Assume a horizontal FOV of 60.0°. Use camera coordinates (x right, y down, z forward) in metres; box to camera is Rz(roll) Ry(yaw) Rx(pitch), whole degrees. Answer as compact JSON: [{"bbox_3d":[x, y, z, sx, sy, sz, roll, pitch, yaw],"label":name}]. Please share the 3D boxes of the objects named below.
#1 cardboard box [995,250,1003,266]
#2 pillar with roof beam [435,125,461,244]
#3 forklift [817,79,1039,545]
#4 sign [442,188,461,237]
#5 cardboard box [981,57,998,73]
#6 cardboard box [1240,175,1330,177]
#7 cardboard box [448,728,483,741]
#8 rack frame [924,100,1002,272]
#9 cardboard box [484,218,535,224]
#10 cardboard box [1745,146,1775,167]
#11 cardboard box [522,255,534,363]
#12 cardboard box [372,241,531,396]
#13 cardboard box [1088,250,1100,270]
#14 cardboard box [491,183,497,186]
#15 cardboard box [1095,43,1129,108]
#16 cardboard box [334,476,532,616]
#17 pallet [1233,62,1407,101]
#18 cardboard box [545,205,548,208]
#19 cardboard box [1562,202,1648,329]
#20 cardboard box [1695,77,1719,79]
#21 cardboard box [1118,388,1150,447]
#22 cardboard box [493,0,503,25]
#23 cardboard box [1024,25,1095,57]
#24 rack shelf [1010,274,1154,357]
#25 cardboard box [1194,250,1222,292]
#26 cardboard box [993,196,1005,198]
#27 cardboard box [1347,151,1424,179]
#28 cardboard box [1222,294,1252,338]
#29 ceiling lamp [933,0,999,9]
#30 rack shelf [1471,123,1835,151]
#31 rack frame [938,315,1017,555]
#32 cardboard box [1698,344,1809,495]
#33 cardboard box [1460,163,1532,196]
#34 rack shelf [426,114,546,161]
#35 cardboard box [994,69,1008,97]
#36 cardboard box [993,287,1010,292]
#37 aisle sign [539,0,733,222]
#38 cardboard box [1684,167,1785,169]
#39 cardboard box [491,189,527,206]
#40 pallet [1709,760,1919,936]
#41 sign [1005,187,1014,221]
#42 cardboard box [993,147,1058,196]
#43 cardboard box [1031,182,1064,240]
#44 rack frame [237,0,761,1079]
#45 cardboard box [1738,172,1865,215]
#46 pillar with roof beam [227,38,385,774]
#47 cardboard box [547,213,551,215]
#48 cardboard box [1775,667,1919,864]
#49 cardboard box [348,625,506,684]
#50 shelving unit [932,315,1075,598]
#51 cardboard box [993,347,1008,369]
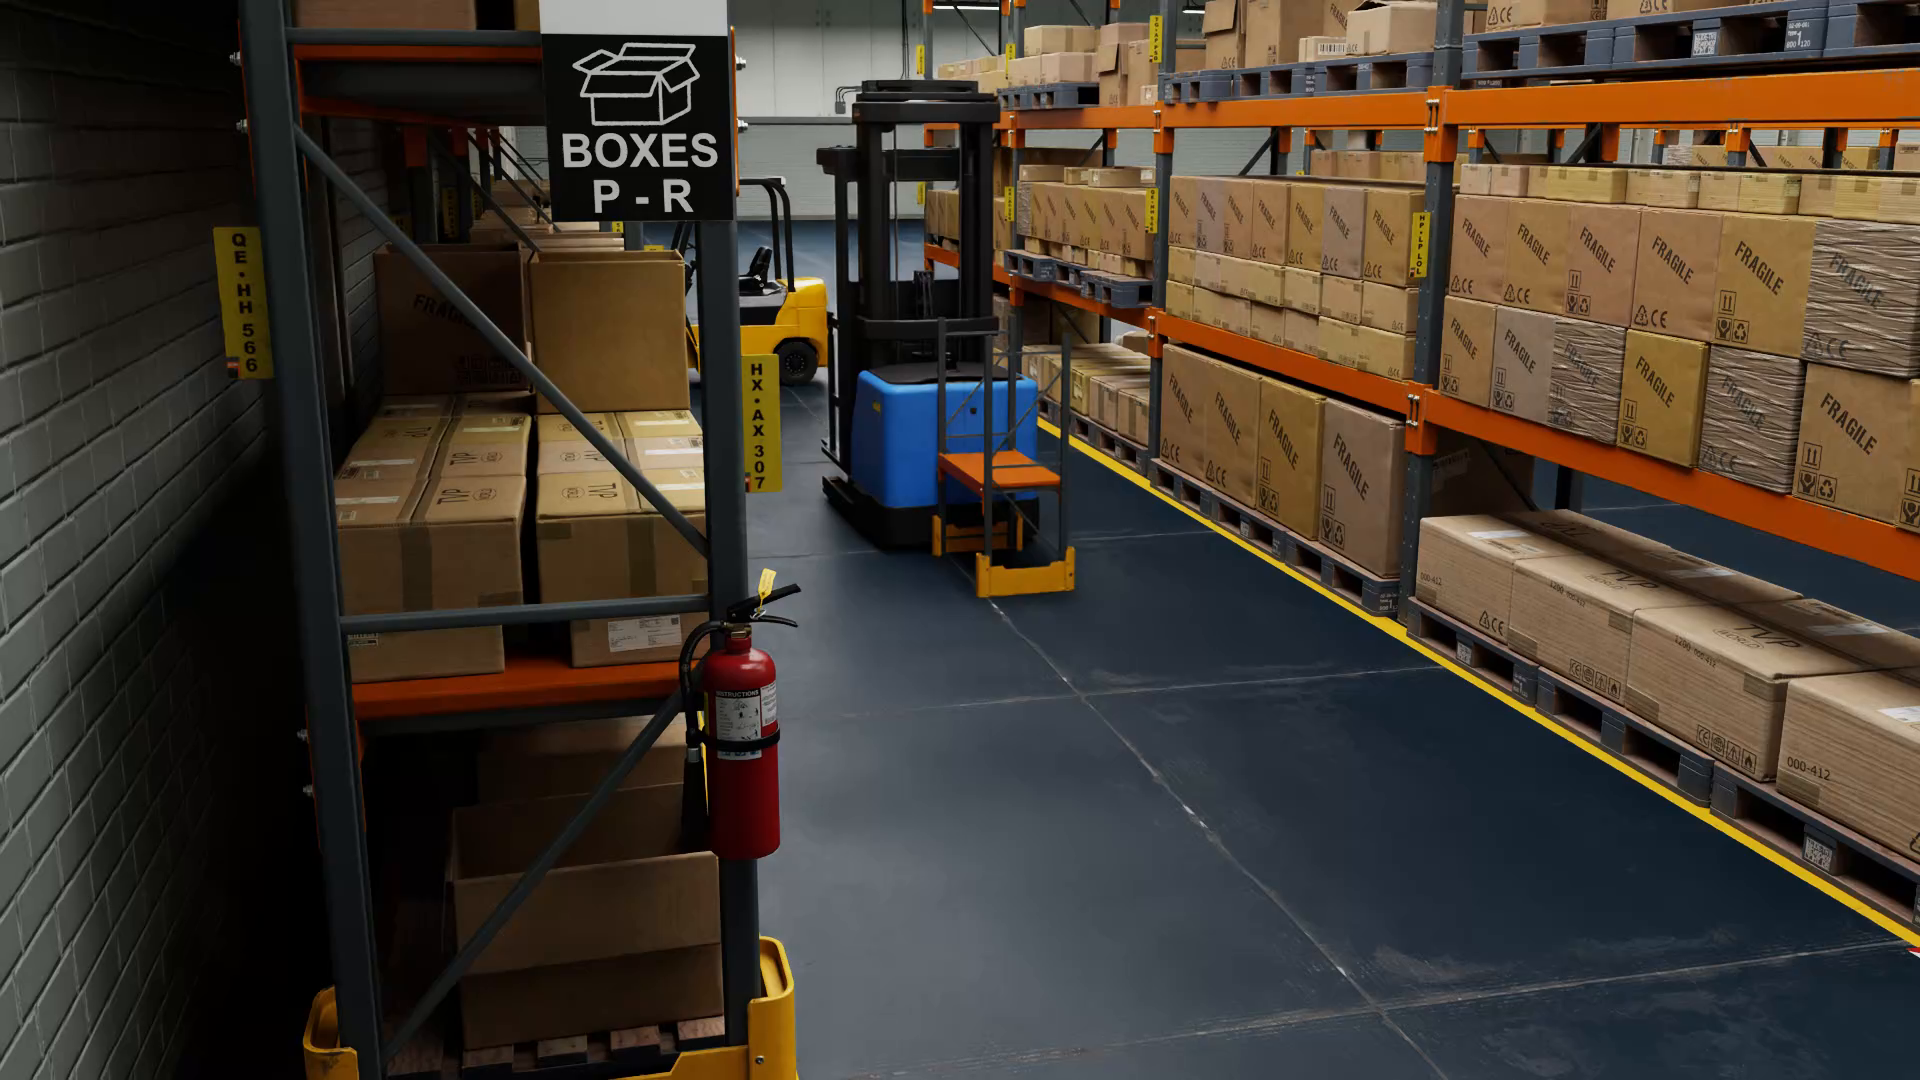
[{"bbox_3d":[0.571,-2.859,16.838,0.380,0.149,0.250,-3,14,-12],"label":"cardboard box"},{"bbox_3d":[-1.284,-6.455,18.388,9.100,9.000,0.400,-3,14,-13],"label":"pillar with roof beam"},{"bbox_3d":[-0.375,-1.697,11.699,1.130,2.935,3.031,-4,14,-15],"label":"forklift"},{"bbox_3d":[-3.416,-2.197,11.160,0.100,0.325,0.005,-3,14,-13],"label":"sign"},{"bbox_3d":[0.423,-4.823,16.878,0.380,0.149,0.250,-3,14,-12],"label":"cardboard box"},{"bbox_3d":[2.323,-2.373,12.004,0.500,0.500,0.500,-4,14,-15],"label":"cardboard box"},{"bbox_3d":[-1.910,0.703,6.852,0.380,0.149,0.250,-3,14,-14],"label":"cardboard box"},{"bbox_3d":[0.068,-3.789,20.117,1.000,3.000,0.127,-3,14,-13],"label":"rack frame"},{"bbox_3d":[-3.529,-2.447,13.045,0.380,0.149,0.250,-3,14,-12],"label":"cardboard box"},{"bbox_3d":[9.918,-4.532,20.215,0.500,0.500,0.500,-3,14,-13],"label":"cardboard box"},{"bbox_3d":[-1.834,-1.120,8.096,0.700,0.500,0.500,-3,14,-12],"label":"cardboard box"},{"bbox_3d":[-1.846,-0.821,6.077,0.500,0.500,0.500,-4,14,-15],"label":"cardboard box"},{"bbox_3d":[1.276,-2.323,13.760,0.380,0.149,0.250,-3,14,-12],"label":"cardboard box"},{"bbox_3d":[-4.684,-3.625,17.240,0.380,0.149,0.250,-4,14,-15],"label":"cardboard box"},{"bbox_3d":[1.561,-3.801,13.629,0.797,0.503,0.637,-3,14,-13],"label":"cardboard box"},{"bbox_3d":[-1.364,0.016,4.230,0.500,0.250,0.500,-3,14,-12],"label":"cardboard box"},{"bbox_3d":[2.415,-2.906,10.579,1.003,0.211,1.213,-3,14,-11],"label":"pallet"},{"bbox_3d":[-3.786,-3.159,15.960,0.380,0.149,0.250,-3,14,-13],"label":"cardboard box"},{"bbox_3d":[2.985,-1.196,7.186,0.500,0.500,0.500,-3,14,-12],"label":"cardboard box"},{"bbox_3d":[6.198,-4.134,14.299,0.500,0.311,0.500,-3,14,-13],"label":"cardboard box"},{"bbox_3d":[1.824,-1.002,13.361,0.950,0.372,0.625,-4,14,-17],"label":"cardboard box"},{"bbox_3d":[-1.736,-1.789,5.299,0.500,0.250,0.500,-3,14,-12],"label":"cardboard box"},{"bbox_3d":[0.882,-4.426,14.781,0.500,0.250,0.500,-4,14,-14],"label":"cardboard box"},{"bbox_3d":[1.477,-2.056,14.537,1.077,0.370,4.000,-3,14,-13],"label":"rack shelf"},{"bbox_3d":[1.946,-1.864,11.499,0.500,0.250,0.500,-3,14,-12],"label":"cardboard box"},{"bbox_3d":[0.408,-3.386,17.629,0.500,0.500,0.500,-3,14,-12],"label":"cardboard box"},{"bbox_3d":[5.124,-4.340,19.779,0.875,0.550,0.550,-3,14,-13],"label":"cardboard box"},{"bbox_3d":[2.073,-1.505,11.084,0.500,0.250,0.500,-3,14,-11],"label":"cardboard box"},{"bbox_3d":[0.193,-15.757,44.162,2.000,3.185,0.800,-3,14,-13],"label":"ceiling lamp"},{"bbox_3d":[6.265,-3.812,15.406,1.077,0.370,4.000,-3,14,-13],"label":"rack shelf"},{"bbox_3d":[0.107,-0.653,10.440,0.500,1.500,0.032,-4,14,-15],"label":"rack frame"},{"bbox_3d":[3.222,-0.478,6.353,0.500,0.500,0.500,-3,14,-12],"label":"cardboard box"},{"bbox_3d":[2.708,-1.783,8.221,0.380,0.149,0.250,-3,14,-14],"label":"cardboard box"},{"bbox_3d":[-2.407,-2.313,9.268,1.077,0.370,4.000,-3,14,-13],"label":"rack shelf"},{"bbox_3d":[0.642,-4.483,16.324,0.500,0.250,0.500,-3,14,-14],"label":"cardboard box"},{"bbox_3d":[0.366,-2.456,17.987,0.500,0.500,0.500,-3,14,-10],"label":"cardboard box"},{"bbox_3d":[-0.697,-1.084,3.567,0.394,0.787,0.004,-3,14,-13],"label":"aisle sign"},{"bbox_3d":[3.444,-1.579,7.386,0.380,0.149,0.250,-3,14,-14],"label":"cardboard box"},{"bbox_3d":[-4.185,-3.154,15.313,0.380,0.149,0.250,-3,14,-13],"label":"cardboard box"},{"bbox_3d":[3.562,1.076,6.077,1.003,0.211,1.213,-3,14,-13],"label":"pallet"},{"bbox_3d":[0.482,-3.255,16.107,0.100,0.325,0.005,-3,14,-13],"label":"sign"},{"bbox_3d":[0.714,-4.011,18.079,0.700,0.500,0.500,-3,14,-14],"label":"cardboard box"},{"bbox_3d":[0.957,-3.024,15.262,0.500,0.500,0.500,-3,14,-13],"label":"cardboard box"},{"bbox_3d":[-0.995,0.179,3.874,0.949,2.616,0.053,-3,14,-13],"label":"rack frame"},{"bbox_3d":[3.194,-1.311,6.287,0.380,0.149,0.250,-3,14,-12],"label":"cardboard box"},{"bbox_3d":[1.534,-3.687,7.057,9.100,9.000,0.400,-3,14,-13],"label":"pillar with roof beam"},{"bbox_3d":[-3.245,-2.651,13.881,0.380,0.149,0.250,-4,14,-15],"label":"cardboard box"},{"bbox_3d":[3.574,0.796,5.864,0.875,0.438,0.875,-4,14,-15],"label":"cardboard box"},{"bbox_3d":[-1.337,0.240,4.155,0.380,0.149,0.250,-3,14,-14],"label":"cardboard box"},{"bbox_3d":[0.246,-0.535,9.956,0.587,1.500,1.083,-4,14,-15],"label":"shelving unit"},{"bbox_3d":[0.607,-1.856,17.114,0.500,0.250,0.500,-3,14,-11],"label":"cardboard box"}]
